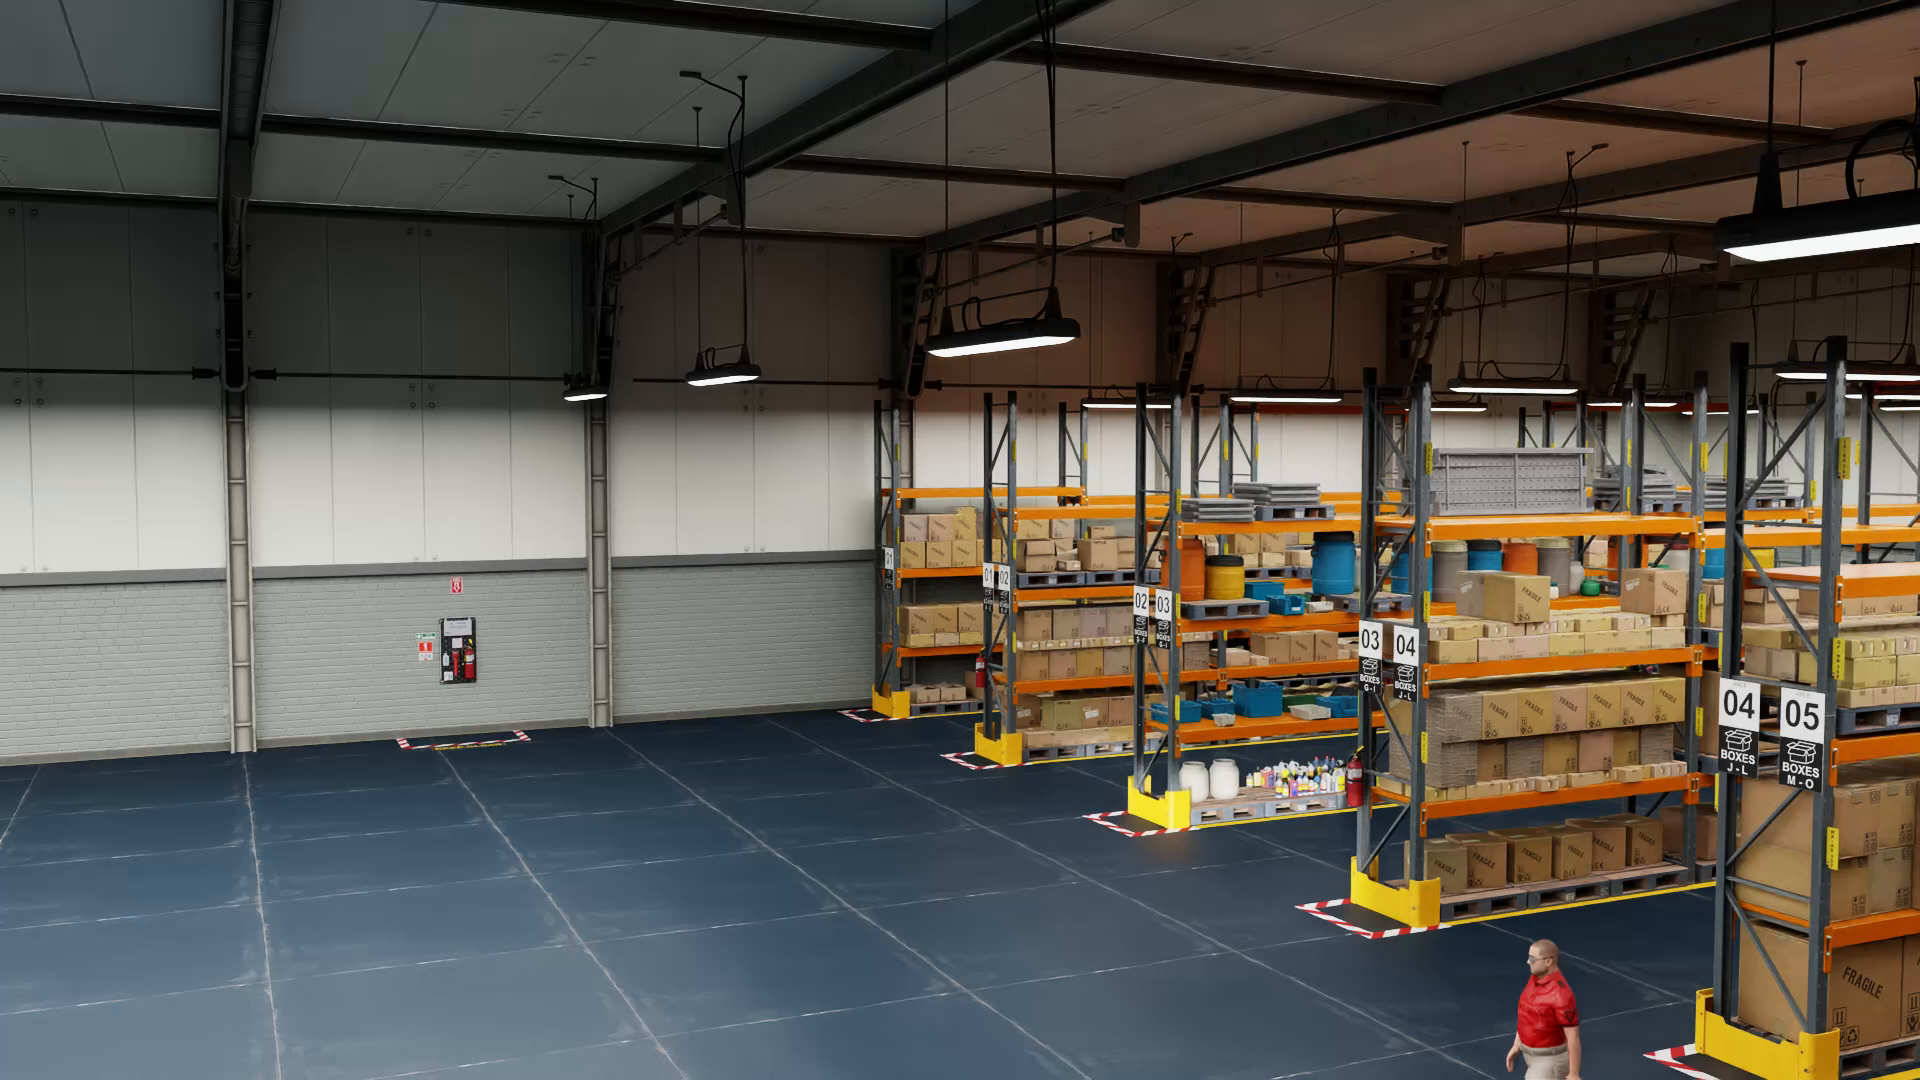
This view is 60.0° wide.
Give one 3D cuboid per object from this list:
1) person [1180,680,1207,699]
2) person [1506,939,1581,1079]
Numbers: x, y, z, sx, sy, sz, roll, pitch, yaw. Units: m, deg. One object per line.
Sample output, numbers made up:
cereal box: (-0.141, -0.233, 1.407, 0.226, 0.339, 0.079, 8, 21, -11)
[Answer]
person: (4.199, 2.524, 30.593, 0.649, 1.741, 0.649, 3, 5, 43)
person: (3.987, 3.620, 11.572, 0.925, 1.684, 0.590, 0, 3, 2)
